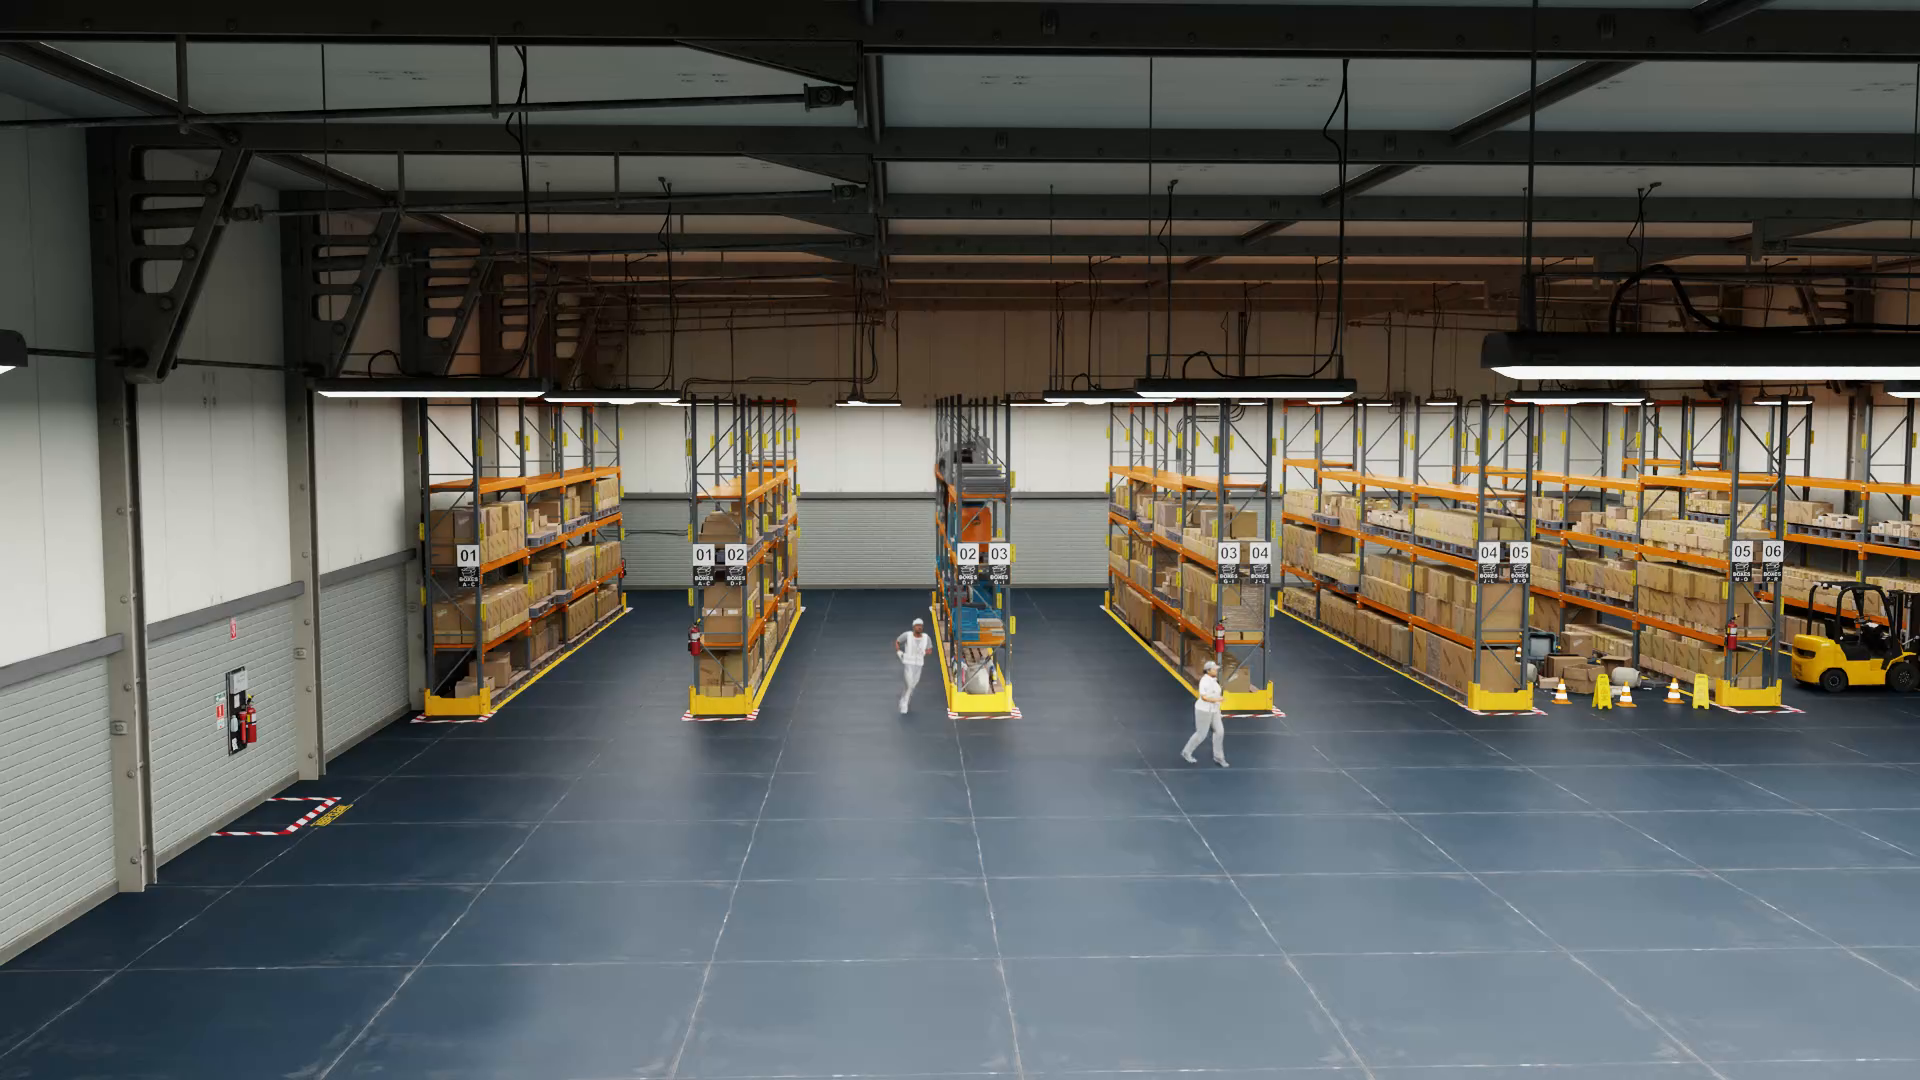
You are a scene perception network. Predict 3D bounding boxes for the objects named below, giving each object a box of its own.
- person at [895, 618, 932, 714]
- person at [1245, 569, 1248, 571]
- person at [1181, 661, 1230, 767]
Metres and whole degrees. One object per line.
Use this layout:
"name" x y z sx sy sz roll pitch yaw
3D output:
"person" -0.871 2.382 31.502 0.671 1.817 0.677 -2 5 -24
"person" 8.034 1.144 48.160 0.660 1.576 0.636 3 5 29
"person" 3.952 2.799 26.733 0.775 1.730 0.619 2 5 28
